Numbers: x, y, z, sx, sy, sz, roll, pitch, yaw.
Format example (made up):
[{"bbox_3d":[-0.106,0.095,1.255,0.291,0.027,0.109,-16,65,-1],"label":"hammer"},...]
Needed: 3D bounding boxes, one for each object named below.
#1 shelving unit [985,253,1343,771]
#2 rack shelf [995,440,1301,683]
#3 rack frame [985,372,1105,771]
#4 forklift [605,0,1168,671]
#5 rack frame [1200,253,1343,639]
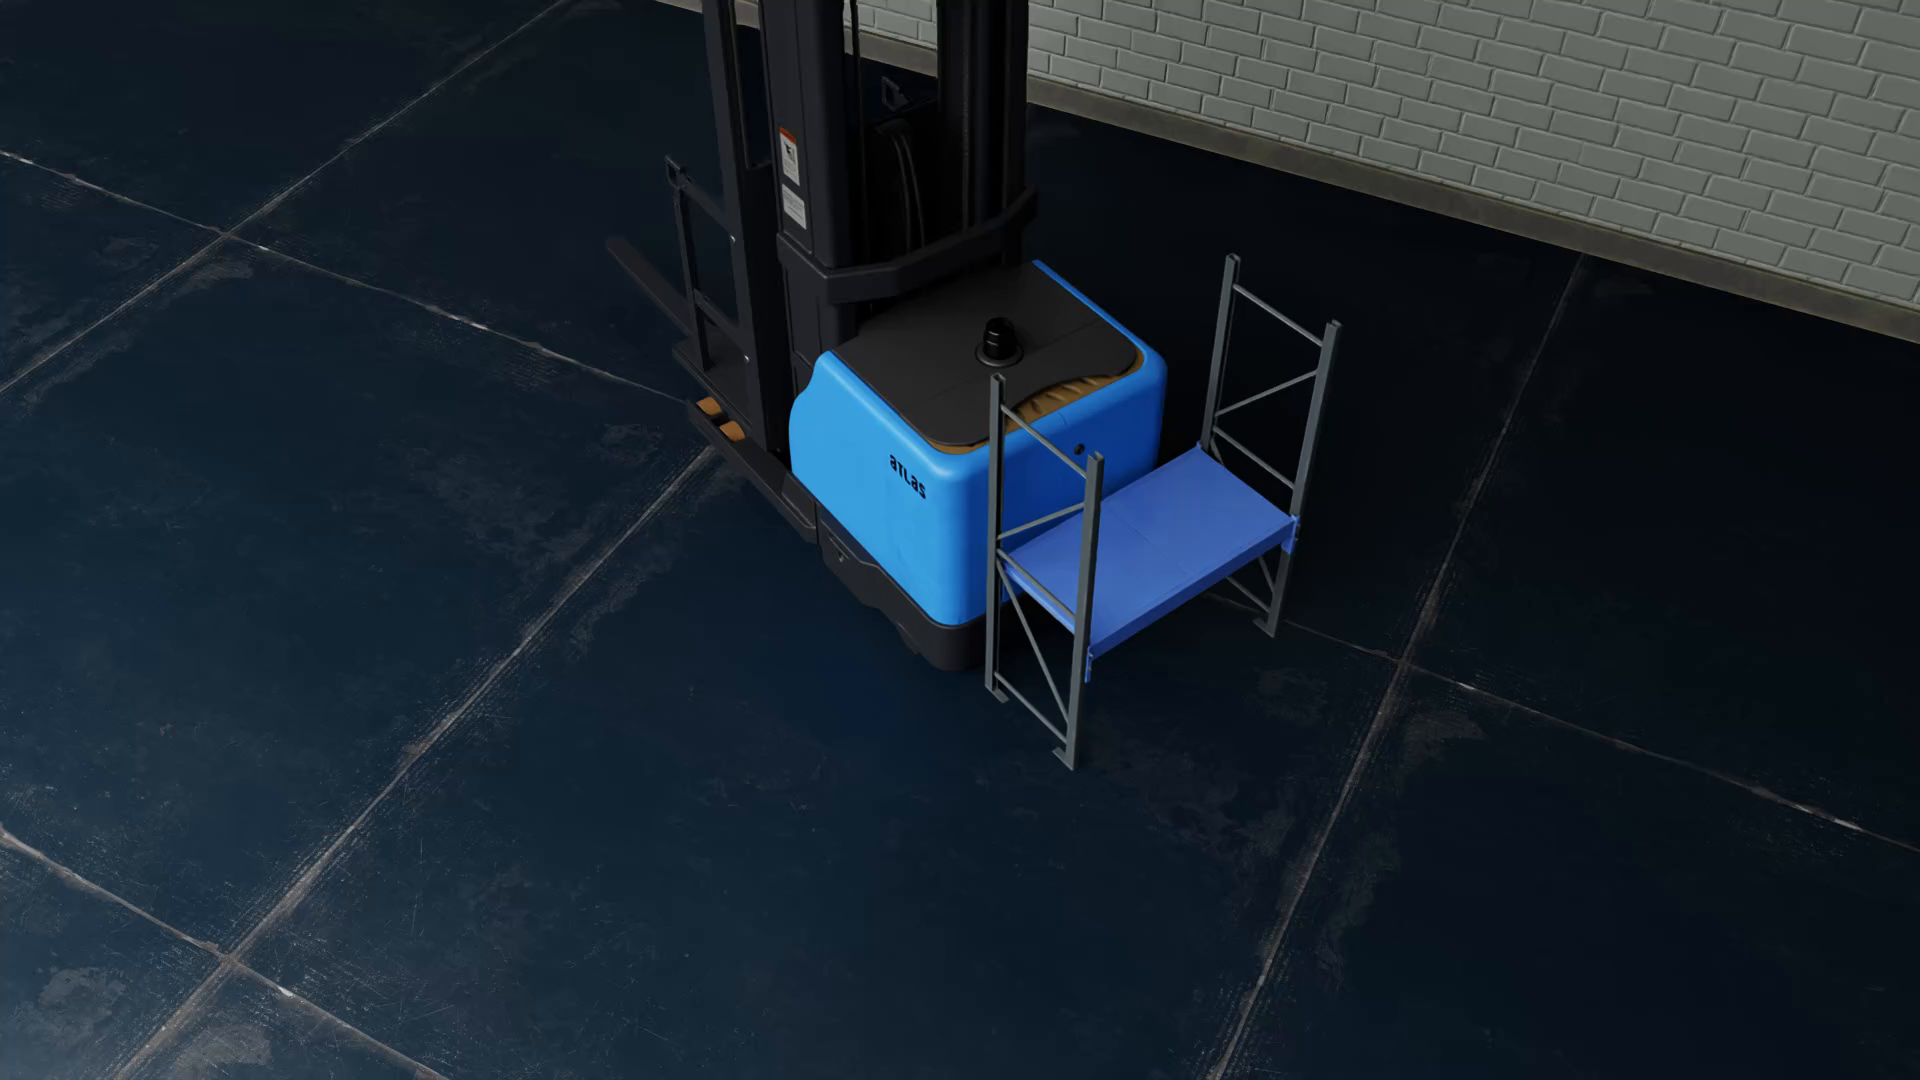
[{"bbox_3d":[0.659,-0.071,5.765,1.048,1.500,0.538,-29,52,-26],"label":"shelving unit"},{"bbox_3d":[0.659,0.056,5.893,1.000,0.185,0.538,-29,52,-26],"label":"rack shelf"},{"bbox_3d":[0.259,0.152,5.545,0.032,1.500,0.500,-29,52,-26],"label":"rack frame"},{"bbox_3d":[-0.515,-1.553,6.224,1.130,2.935,3.031,-27,51,-24],"label":"forklift"},{"bbox_3d":[1.059,-0.294,5.986,0.032,1.500,0.500,-29,52,-26],"label":"rack frame"}]
